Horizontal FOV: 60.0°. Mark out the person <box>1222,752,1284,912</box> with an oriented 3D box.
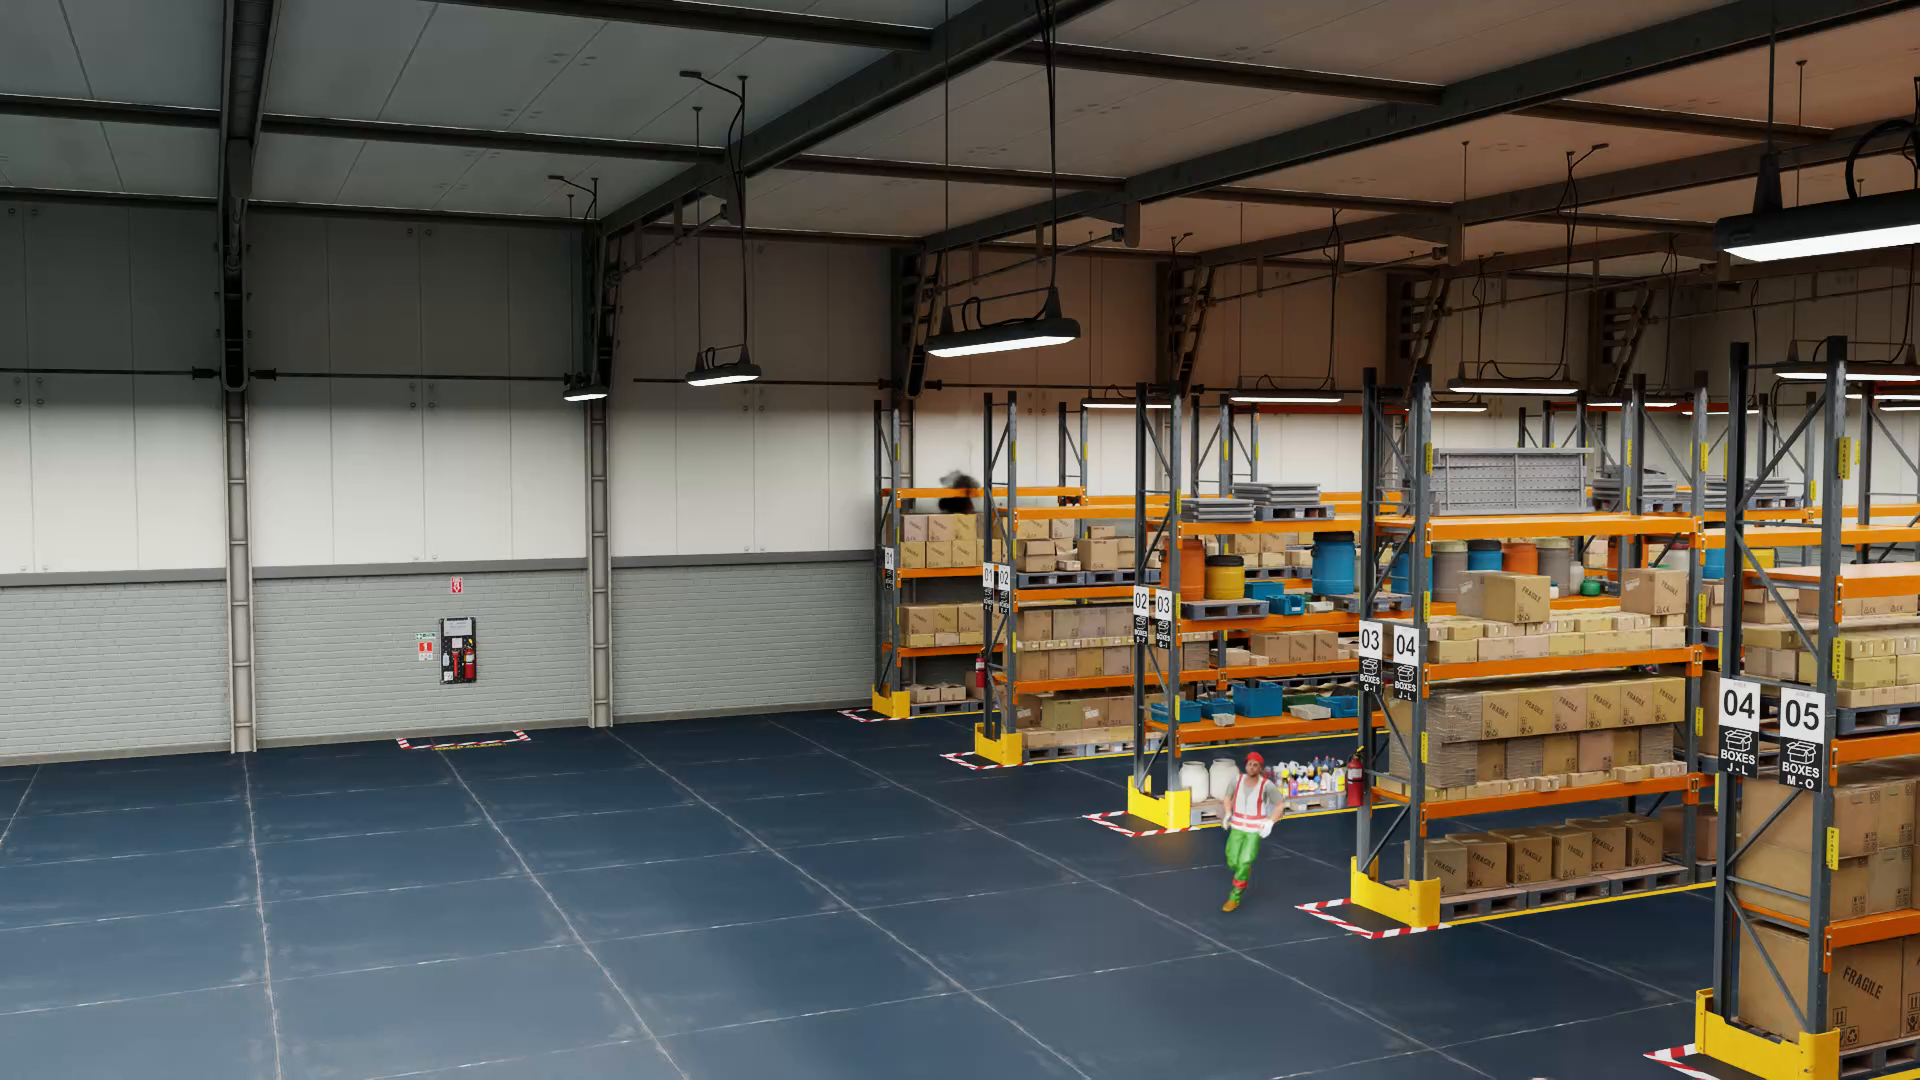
[{"bbox_3d":[3.258,3.229,18.543,0.695,1.759,0.708,2,4,26],"label":"person"}]
